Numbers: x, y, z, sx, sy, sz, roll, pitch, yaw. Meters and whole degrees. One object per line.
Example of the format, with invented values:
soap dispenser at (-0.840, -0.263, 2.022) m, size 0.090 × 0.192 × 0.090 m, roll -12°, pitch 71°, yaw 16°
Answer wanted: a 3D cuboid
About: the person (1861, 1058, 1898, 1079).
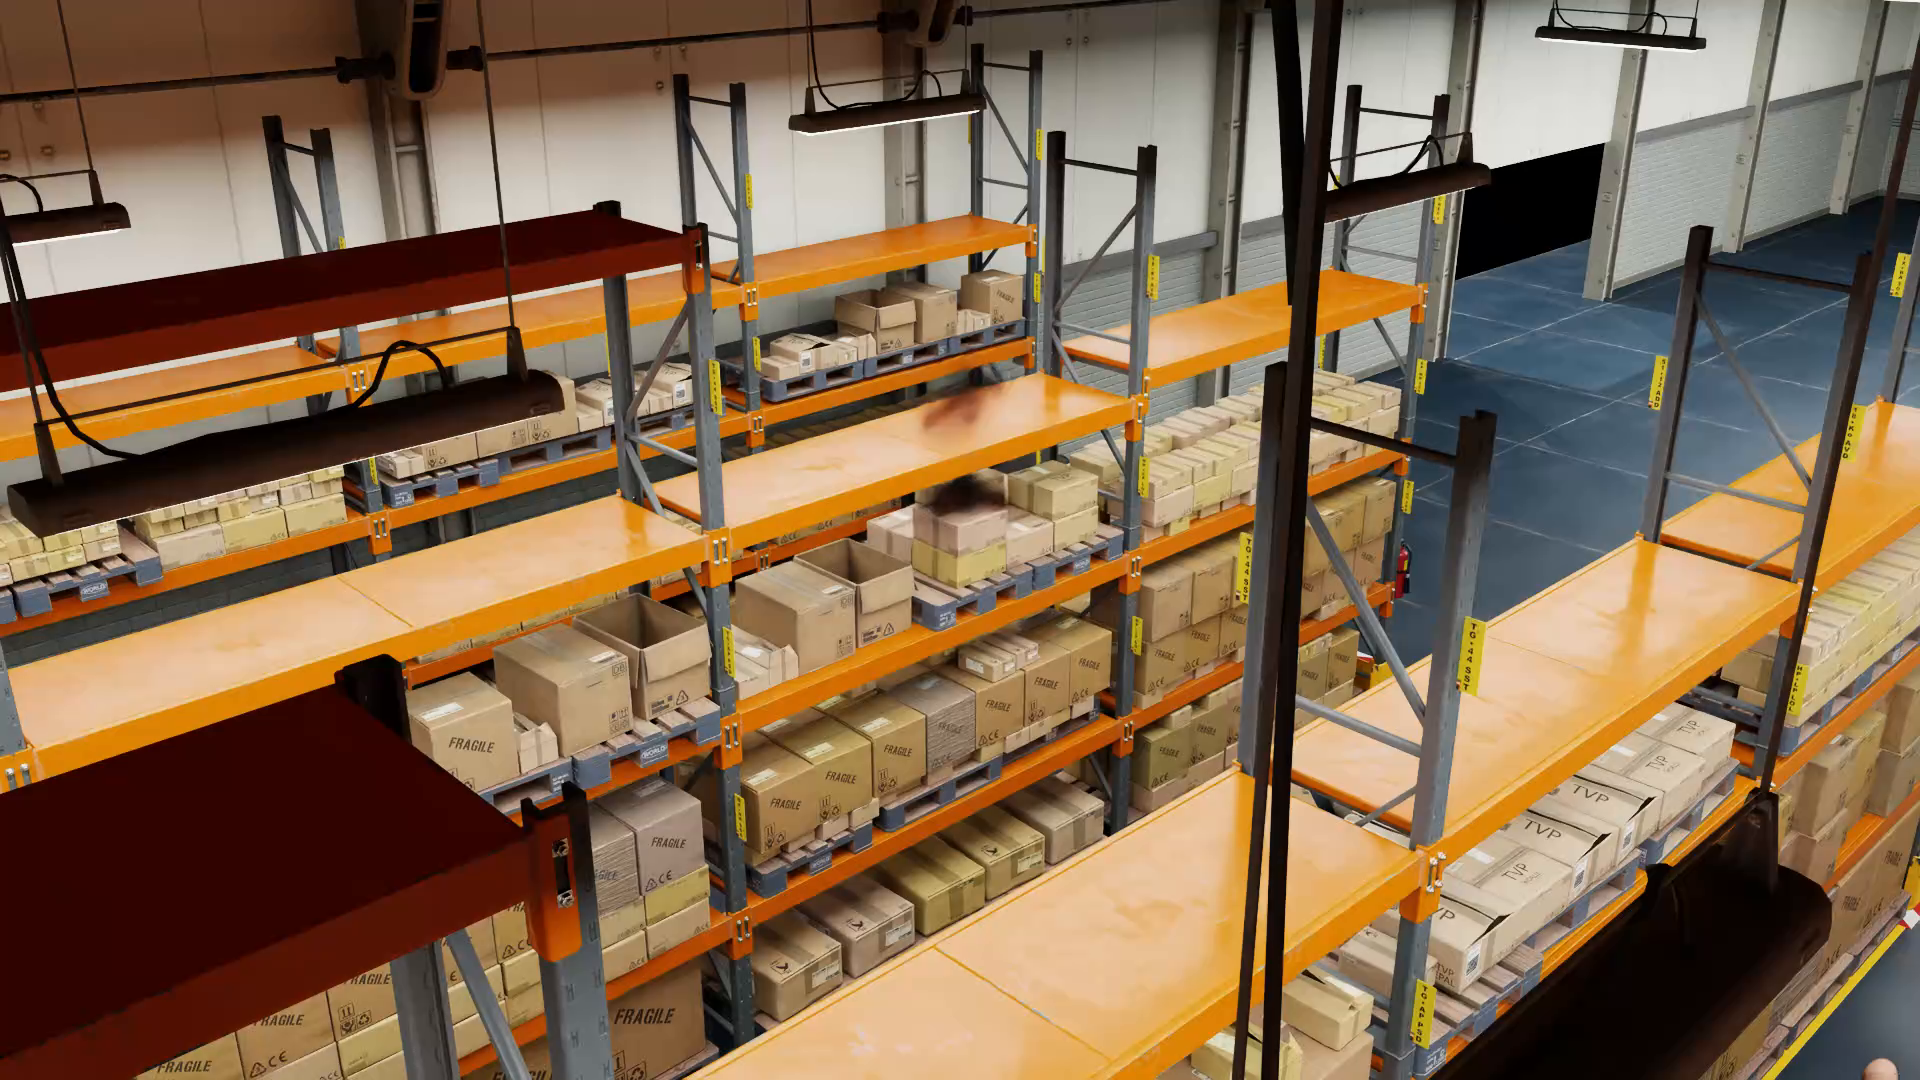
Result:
person at (5.175, 3.694, 9.606) m, size 0.656 × 1.707 × 0.969 m, roll 18°, pitch 29°, yaw 37°
